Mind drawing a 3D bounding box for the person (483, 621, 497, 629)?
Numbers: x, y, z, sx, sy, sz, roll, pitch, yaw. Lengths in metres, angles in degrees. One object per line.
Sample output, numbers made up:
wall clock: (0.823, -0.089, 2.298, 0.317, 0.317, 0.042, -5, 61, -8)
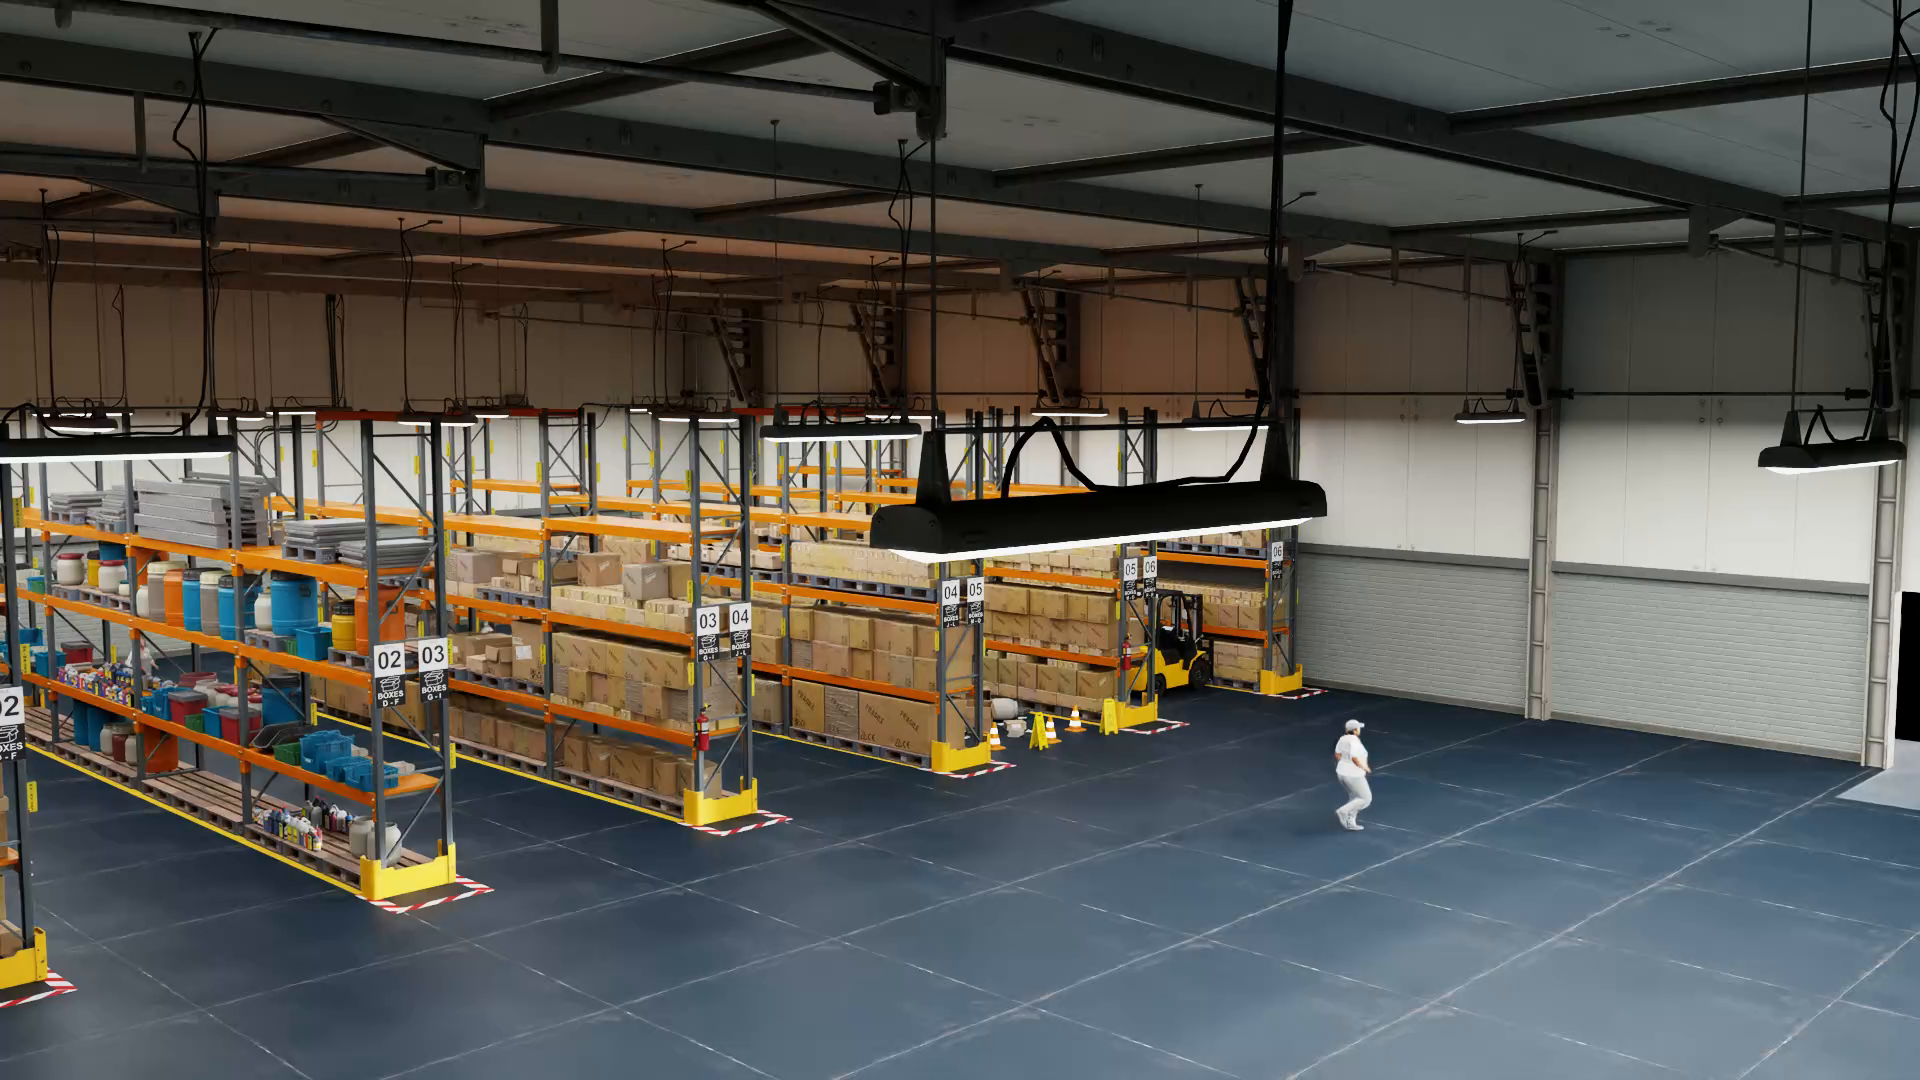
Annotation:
person: (-11.456, 1.898, 40.660, 0.595, 1.740, 0.781, 1, 5, 8)

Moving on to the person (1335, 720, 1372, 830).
person: (5.644, 3.397, 24.013, 0.518, 1.621, 0.596, -2, 5, -18)

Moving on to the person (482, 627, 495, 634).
person: (-9.242, 2.564, 32.782, 0.569, 1.719, 0.674, 5, 7, 44)

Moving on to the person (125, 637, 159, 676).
person: (-16.024, 2.688, 32.545, 0.688, 1.592, 0.593, 3, 6, 26)
